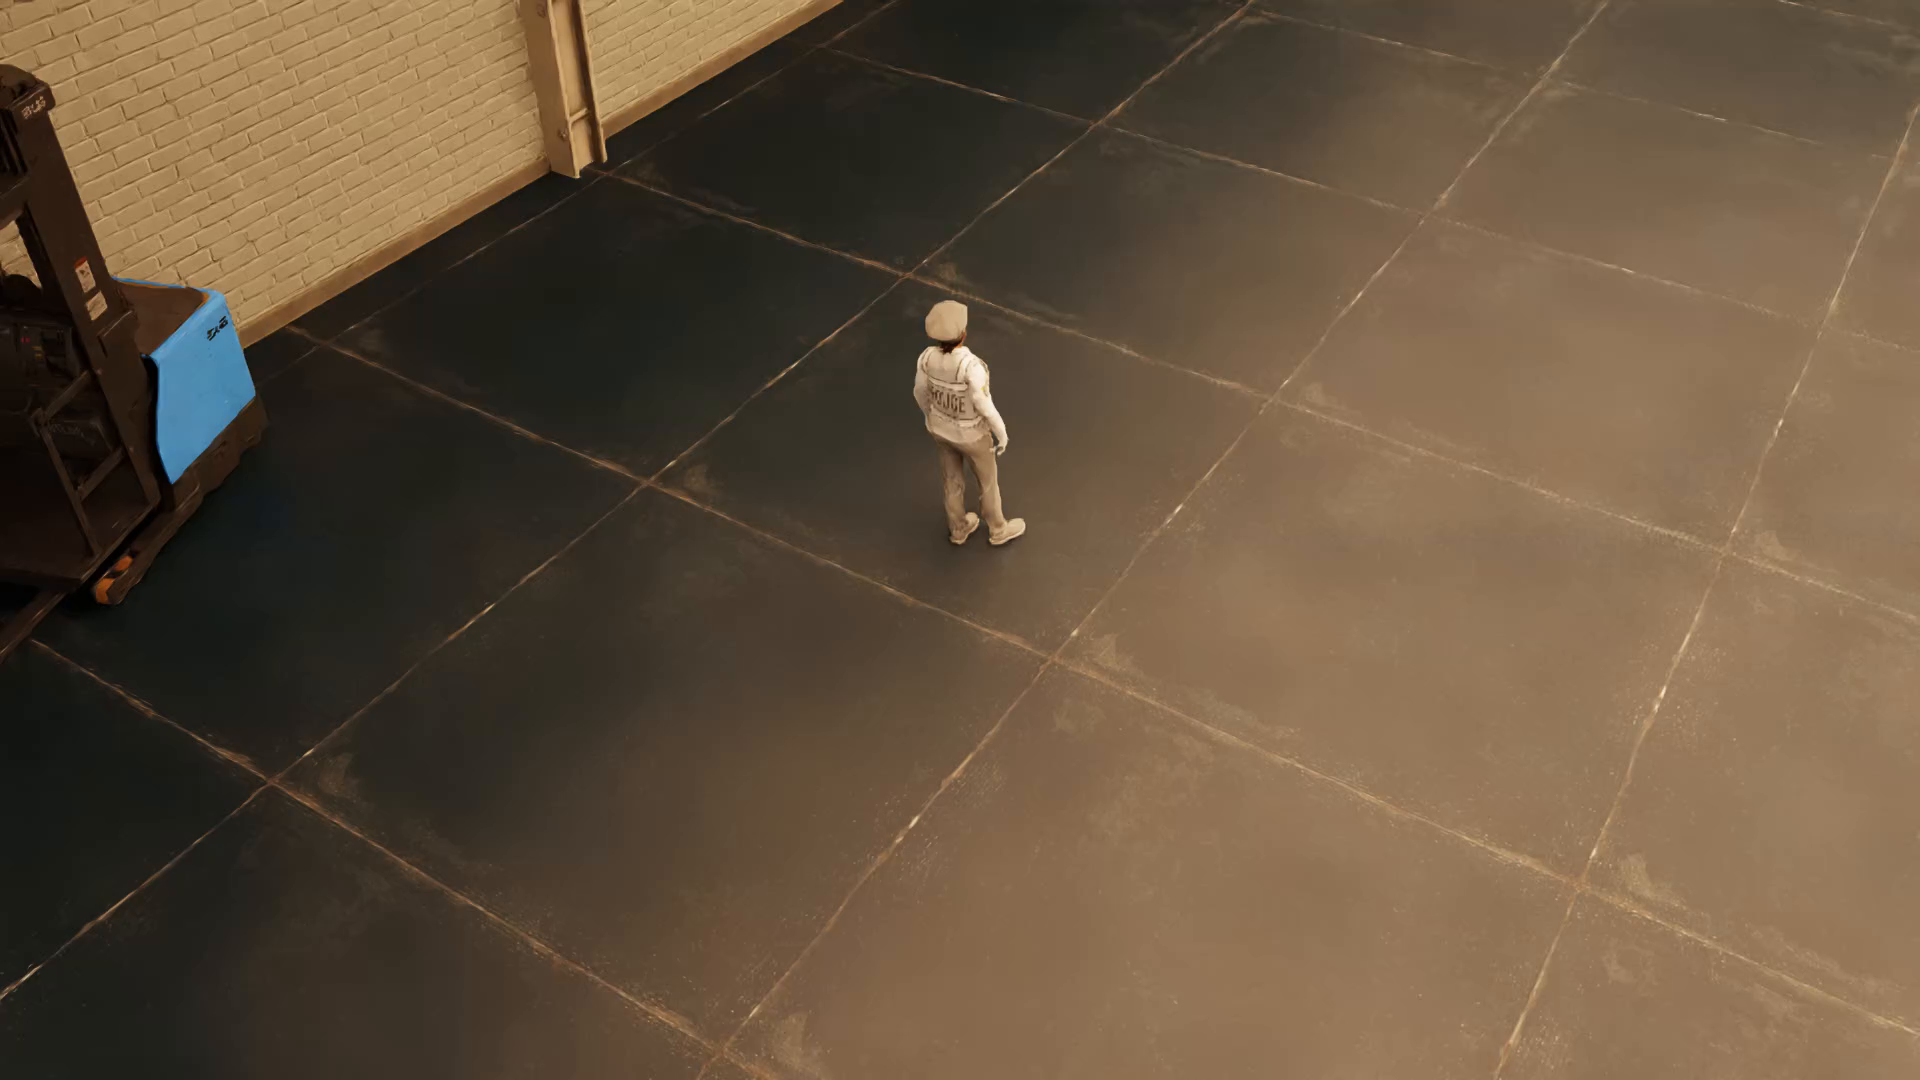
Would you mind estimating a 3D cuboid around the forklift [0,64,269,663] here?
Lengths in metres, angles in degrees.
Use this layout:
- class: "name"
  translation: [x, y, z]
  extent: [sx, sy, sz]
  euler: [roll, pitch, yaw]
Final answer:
- class: "forklift"
  translation: [-5.407, -1.001, 9.148]
  extent: [1.130, 2.935, 3.031]
  euler: [8, 41, 9]

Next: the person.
- class: "person"
  translation: [0.042, -0.687, 9.722]
  extent: [0.586, 1.695, 0.533]
  euler: [22, 45, 24]
